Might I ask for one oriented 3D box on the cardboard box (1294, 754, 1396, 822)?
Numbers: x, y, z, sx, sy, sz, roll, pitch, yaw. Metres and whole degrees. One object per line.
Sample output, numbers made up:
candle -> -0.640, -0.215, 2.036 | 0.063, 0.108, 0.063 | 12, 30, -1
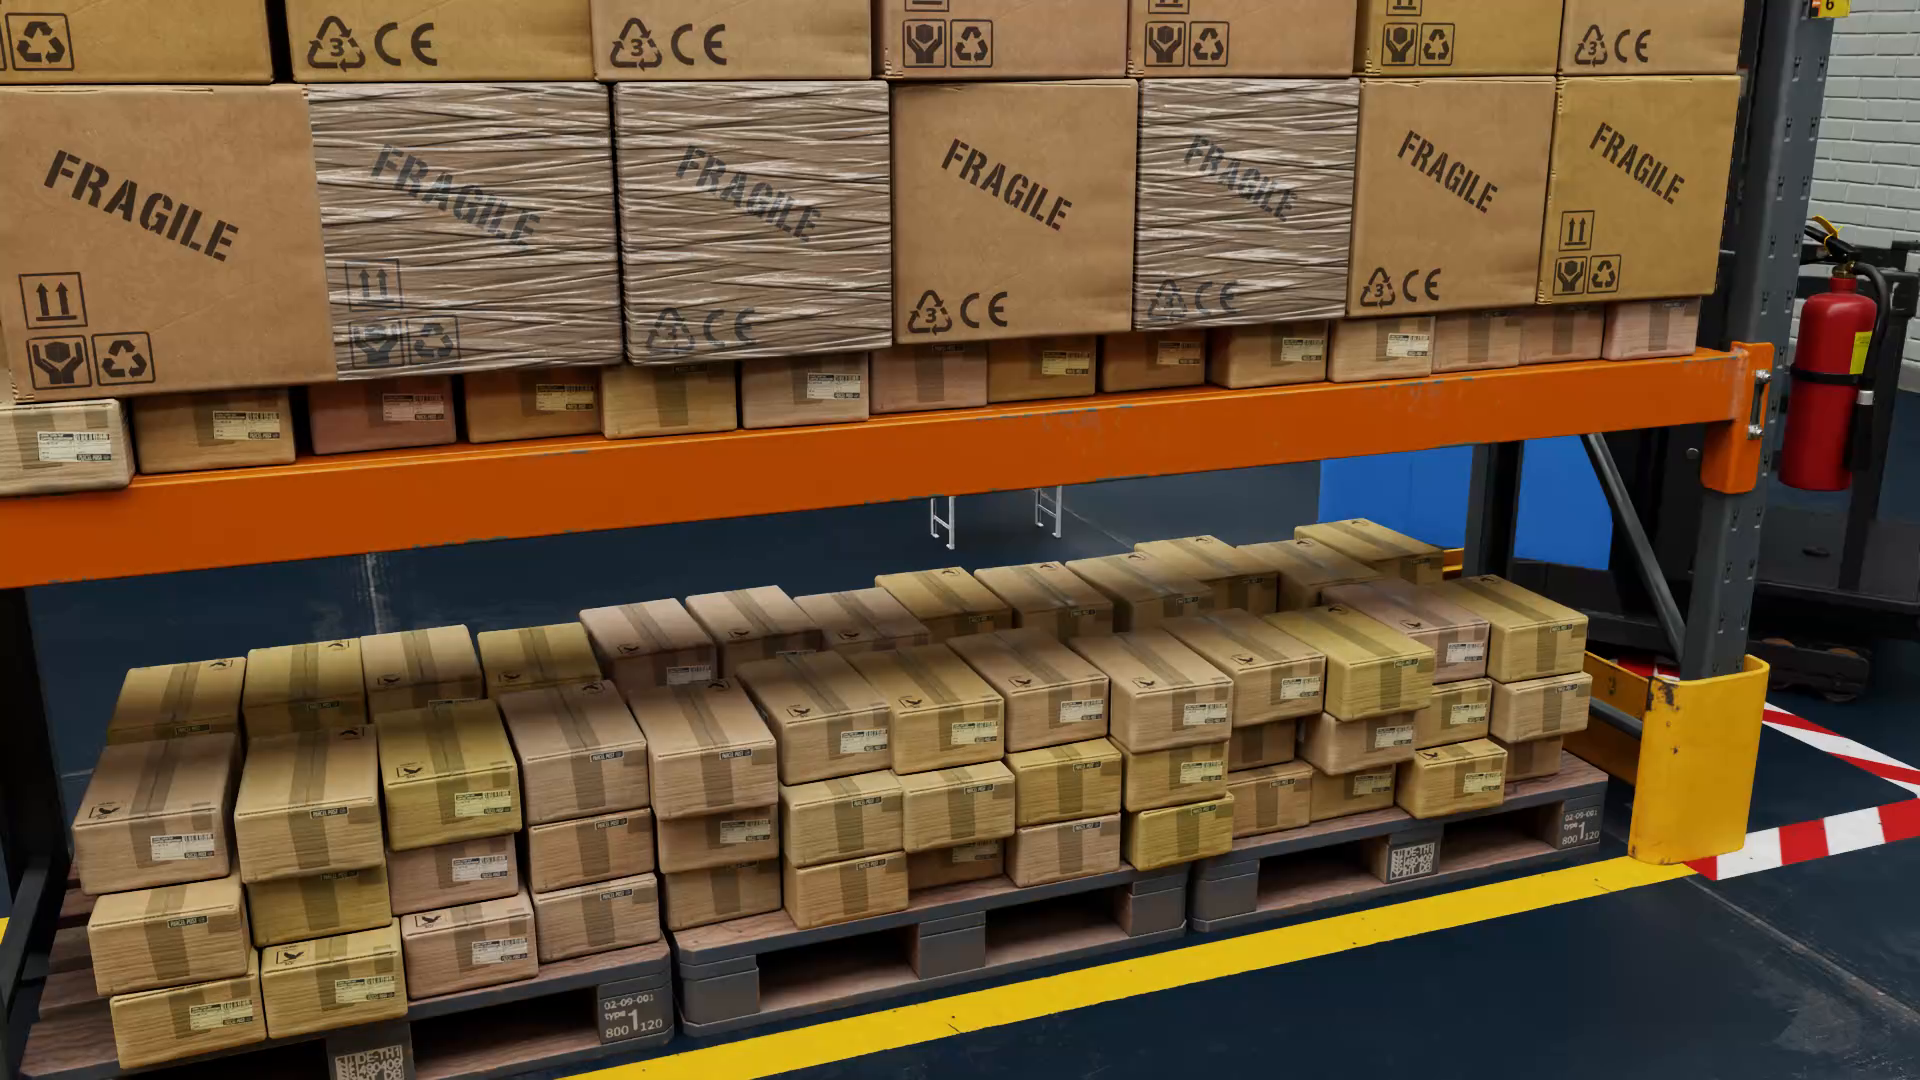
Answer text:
cardboard box -> 0.887, 0.552, 4.208 | 0.250, 0.149, 0.380 | -6, 17, -20

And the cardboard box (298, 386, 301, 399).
cardboard box -> -1.565, -0.400, 3.582 | 0.250, 0.149, 0.380 | -7, 18, -22

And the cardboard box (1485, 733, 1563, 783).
cardboard box -> 1.369, 0.496, 4.401 | 0.250, 0.149, 0.380 | -6, 17, -19

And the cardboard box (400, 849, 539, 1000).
cardboard box -> -1.033, 0.773, 3.455 | 0.250, 0.149, 0.380 | -6, 17, -20

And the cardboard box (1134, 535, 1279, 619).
cardboard box -> 0.679, 0.117, 4.635 | 0.250, 0.149, 0.380 | -6, 17, -20

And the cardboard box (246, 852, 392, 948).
cardboard box -> -1.293, 0.647, 3.358 | 0.250, 0.149, 0.380 | -6, 17, -20

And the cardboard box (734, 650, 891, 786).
cardboard box -> -0.330, 0.389, 3.708 | 0.250, 0.149, 0.380 | -7, 18, -22

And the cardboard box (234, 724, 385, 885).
cardboard box -> -1.276, 0.513, 3.285 | 0.250, 0.149, 0.380 | -5, 17, -17

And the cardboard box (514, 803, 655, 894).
cardboard box -> -0.825, 0.586, 3.564 | 0.250, 0.149, 0.380 | -7, 18, -23

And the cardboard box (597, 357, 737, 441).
cardboard box -> -0.608, -0.317, 3.302 | 0.250, 0.149, 0.380 | -6, 17, -19

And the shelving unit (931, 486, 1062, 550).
shelving unit -> 0.155, -0.592, 6.986 | 0.503, 1.200, 0.258 | -6, 17, -20

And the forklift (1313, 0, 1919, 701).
forklift -> 2.845, -1.061, 5.508 | 3.031, 2.935, 1.130 | 10, 19, 29

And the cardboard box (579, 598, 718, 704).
cardboard box -> -0.766, 0.281, 4.076 | 0.250, 0.149, 0.380 | -7, 18, -23

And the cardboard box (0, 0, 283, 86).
cardboard box -> -1.441, -1.027, 2.792 | 0.500, 0.500, 0.500 | -6, 17, -19

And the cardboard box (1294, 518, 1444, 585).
cardboard box -> 1.175, 0.066, 4.809 | 0.250, 0.149, 0.380 | -7, 18, -23

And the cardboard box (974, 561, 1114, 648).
cardboard box -> 0.215, 0.189, 4.389 | 0.250, 0.149, 0.380 | -5, 17, -18

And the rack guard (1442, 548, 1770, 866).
rack guard -> 1.714, 0.429, 4.752 | 0.348, 0.500, 1.175 | -6, 17, -20

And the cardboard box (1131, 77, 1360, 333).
cardboard box -> 0.505, -0.752, 3.630 | 0.500, 0.500, 0.500 | -6, 17, -20

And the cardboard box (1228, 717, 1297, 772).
cardboard box -> 0.622, 0.426, 4.109 | 0.250, 0.149, 0.380 | -6, 18, -21

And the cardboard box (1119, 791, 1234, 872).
cardboard box -> 0.445, 0.623, 3.968 | 0.250, 0.149, 0.380 | -7, 18, -23

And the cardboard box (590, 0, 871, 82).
cardboard box -> -0.481, -1.126, 3.129 | 0.500, 0.500, 0.500 | -6, 17, -19

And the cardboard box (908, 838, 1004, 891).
cardboard box -> -0.080, 0.651, 3.872 | 0.250, 0.149, 0.380 | -6, 17, -19

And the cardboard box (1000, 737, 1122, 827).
cardboard box -> 0.185, 0.503, 3.849 | 0.250, 0.149, 0.380 | -5, 17, -17

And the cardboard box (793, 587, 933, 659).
cardboard box -> -0.248, 0.254, 4.167 | 0.250, 0.149, 0.380 | -6, 17, -20

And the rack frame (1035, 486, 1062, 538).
rack frame -> 0.382, -0.617, 7.070 | 0.015, 1.200, 0.240 | -6, 17, -20

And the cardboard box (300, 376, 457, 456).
cardboard box -> -1.123, -0.283, 3.186 | 0.250, 0.149, 0.380 | -7, 18, -23

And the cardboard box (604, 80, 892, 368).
cardboard box -> -0.454, -0.643, 3.257 | 0.500, 0.500, 0.500 | -7, 18, -21

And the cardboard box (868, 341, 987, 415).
cardboard box -> -0.122, -0.382, 3.521 | 0.250, 0.149, 0.380 | -5, 17, -18

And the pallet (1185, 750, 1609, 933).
pallet -> 0.943, 0.640, 4.545 | 1.213, 0.211, 1.003 | -6, 17, -20

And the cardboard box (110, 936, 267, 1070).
cardboard box -> -1.495, 0.839, 3.232 | 0.250, 0.149, 0.380 | -7, 18, -22

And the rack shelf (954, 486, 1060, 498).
rack shelf -> 0.155, -0.301, 7.072 | 0.480, 0.148, 0.258 | -6, 17, -20

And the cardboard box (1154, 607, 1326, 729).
cardboard box -> 0.666, 0.302, 4.006 | 0.250, 0.149, 0.380 | -7, 18, -22

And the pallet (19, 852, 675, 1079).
pallet -> -1.335, 0.886, 3.707 | 1.213, 0.211, 1.003 | -6, 17, -20

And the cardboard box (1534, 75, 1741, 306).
cardboard box -> 1.458, -0.856, 3.985 | 0.500, 0.500, 0.500 | -6, 17, -19

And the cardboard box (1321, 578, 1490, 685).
cardboard box -> 1.127, 0.233, 4.241 | 0.250, 0.149, 0.380 | -6, 17, -19

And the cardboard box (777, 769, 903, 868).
cardboard box -> -0.301, 0.556, 3.667 | 0.250, 0.149, 0.380 | -6, 18, -20

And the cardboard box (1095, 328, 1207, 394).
cardboard box -> 0.348, -0.444, 3.732 | 0.250, 0.149, 0.380 | -7, 18, -22

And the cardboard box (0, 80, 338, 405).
cardboard box -> -1.397, -0.550, 2.941 | 0.500, 0.500, 0.500 | -6, 18, -21

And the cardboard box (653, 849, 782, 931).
cardboard box -> -0.575, 0.698, 3.711 | 0.250, 0.149, 0.380 | -7, 18, -22

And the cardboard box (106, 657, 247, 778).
cardboard box -> -1.711, 0.401, 3.666 | 0.250, 0.149, 0.380 | -6, 17, -18

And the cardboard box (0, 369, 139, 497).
cardboard box -> -1.568, -0.197, 2.892 | 0.250, 0.149, 0.380 | -5, 17, -18

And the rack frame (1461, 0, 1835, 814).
rack frame -> 1.785, -0.778, 4.426 | 0.127, 3.000, 1.000 | -6, 17, -20

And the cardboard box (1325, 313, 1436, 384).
cardboard box -> 0.878, -0.474, 3.836 | 0.250, 0.149, 0.380 | -6, 17, -19

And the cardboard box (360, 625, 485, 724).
cardboard box -> -1.256, 0.338, 3.881 | 0.250, 0.149, 0.380 | -6, 18, -21

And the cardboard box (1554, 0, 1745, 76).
cardboard box -> 1.447, -1.337, 3.849 | 0.500, 0.500, 0.500 | -7, 18, -21

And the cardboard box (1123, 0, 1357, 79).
cardboard box -> 0.492, -1.231, 3.488 | 0.500, 0.500, 0.500 | -5, 17, -17

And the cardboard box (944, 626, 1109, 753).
cardboard box -> 0.149, 0.341, 3.873 | 0.250, 0.149, 0.380 | -7, 18, -22

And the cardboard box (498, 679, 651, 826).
cardboard box -> -0.822, 0.443, 3.526 | 0.250, 0.149, 0.380 | -7, 18, -22

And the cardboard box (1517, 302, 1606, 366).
cardboard box -> 1.336, -0.536, 4.044 | 0.250, 0.149, 0.380 | -6, 17, -20

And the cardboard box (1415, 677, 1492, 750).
cardboard box -> 1.131, 0.386, 4.248 | 0.250, 0.149, 0.380 | -7, 18, -21
